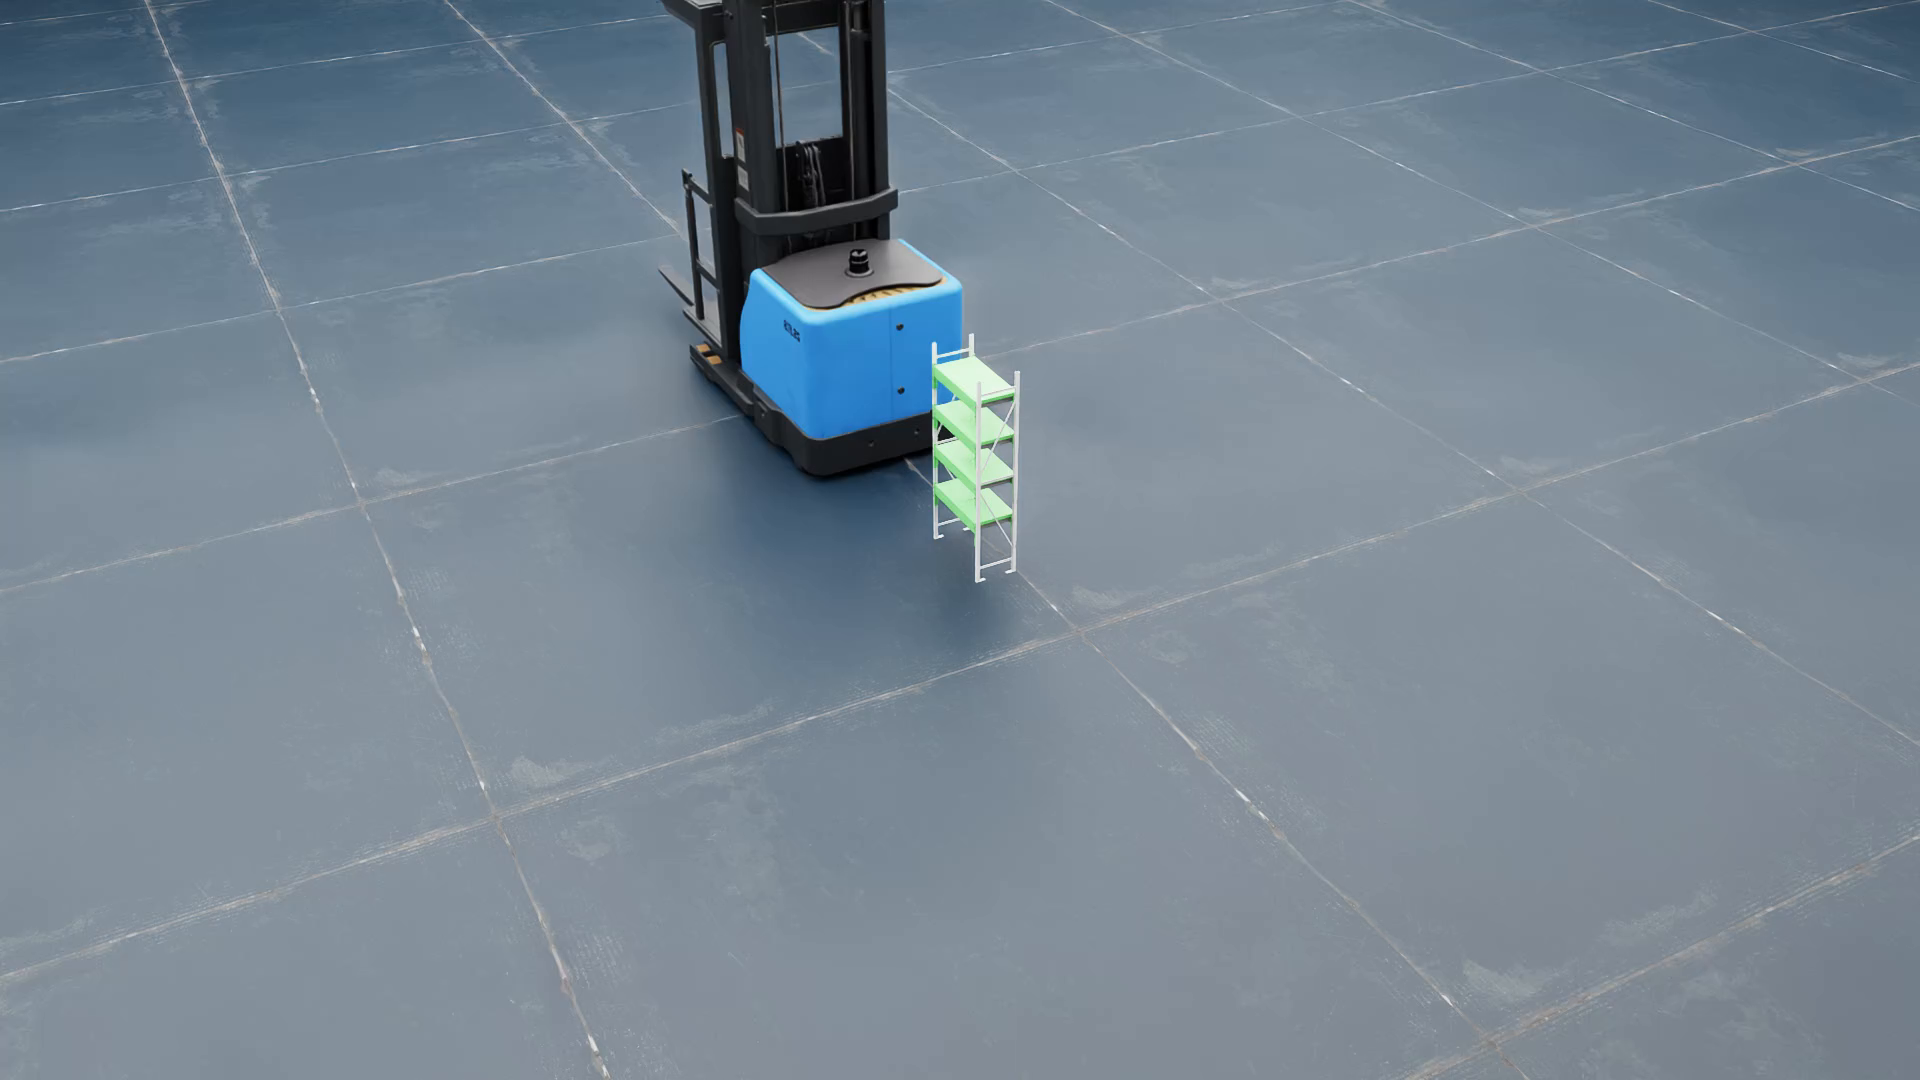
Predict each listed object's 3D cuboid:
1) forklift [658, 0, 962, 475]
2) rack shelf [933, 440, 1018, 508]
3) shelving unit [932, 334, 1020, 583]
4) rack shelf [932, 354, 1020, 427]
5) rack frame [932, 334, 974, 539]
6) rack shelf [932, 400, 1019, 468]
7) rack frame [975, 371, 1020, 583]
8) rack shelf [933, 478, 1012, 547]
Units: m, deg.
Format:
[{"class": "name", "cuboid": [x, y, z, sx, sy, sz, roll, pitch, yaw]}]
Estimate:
[{"class": "forklift", "cuboid": [-1.129, -2.380, 10.248, 1.130, 2.935, 3.031, -17, 36, -24]}, {"class": "rack shelf", "cuboid": [0.077, -0.372, 8.837, 0.258, 0.148, 0.480, -16, 36, -23]}, {"class": "shelving unit", "cuboid": [0.077, -0.426, 8.803, 0.258, 1.200, 0.503, -16, 36, -23]}, {"class": "rack shelf", "cuboid": [0.077, -0.777, 8.579, 0.258, 0.148, 0.480, -16, 36, -23]}, {"class": "rack frame", "cuboid": [-0.037, -0.543, 8.985, 0.240, 1.200, 0.015, -16, 36, -23]}, {"class": "rack shelf", "cuboid": [0.077, -0.574, 8.708, 0.258, 0.148, 0.480, -16, 36, -23]}, {"class": "rack frame", "cuboid": [0.191, -0.310, 8.621, 0.240, 1.200, 0.015, -16, 36, -23]}, {"class": "rack shelf", "cuboid": [0.077, -0.170, 8.967, 0.258, 0.148, 0.480, -16, 36, -23]}]
